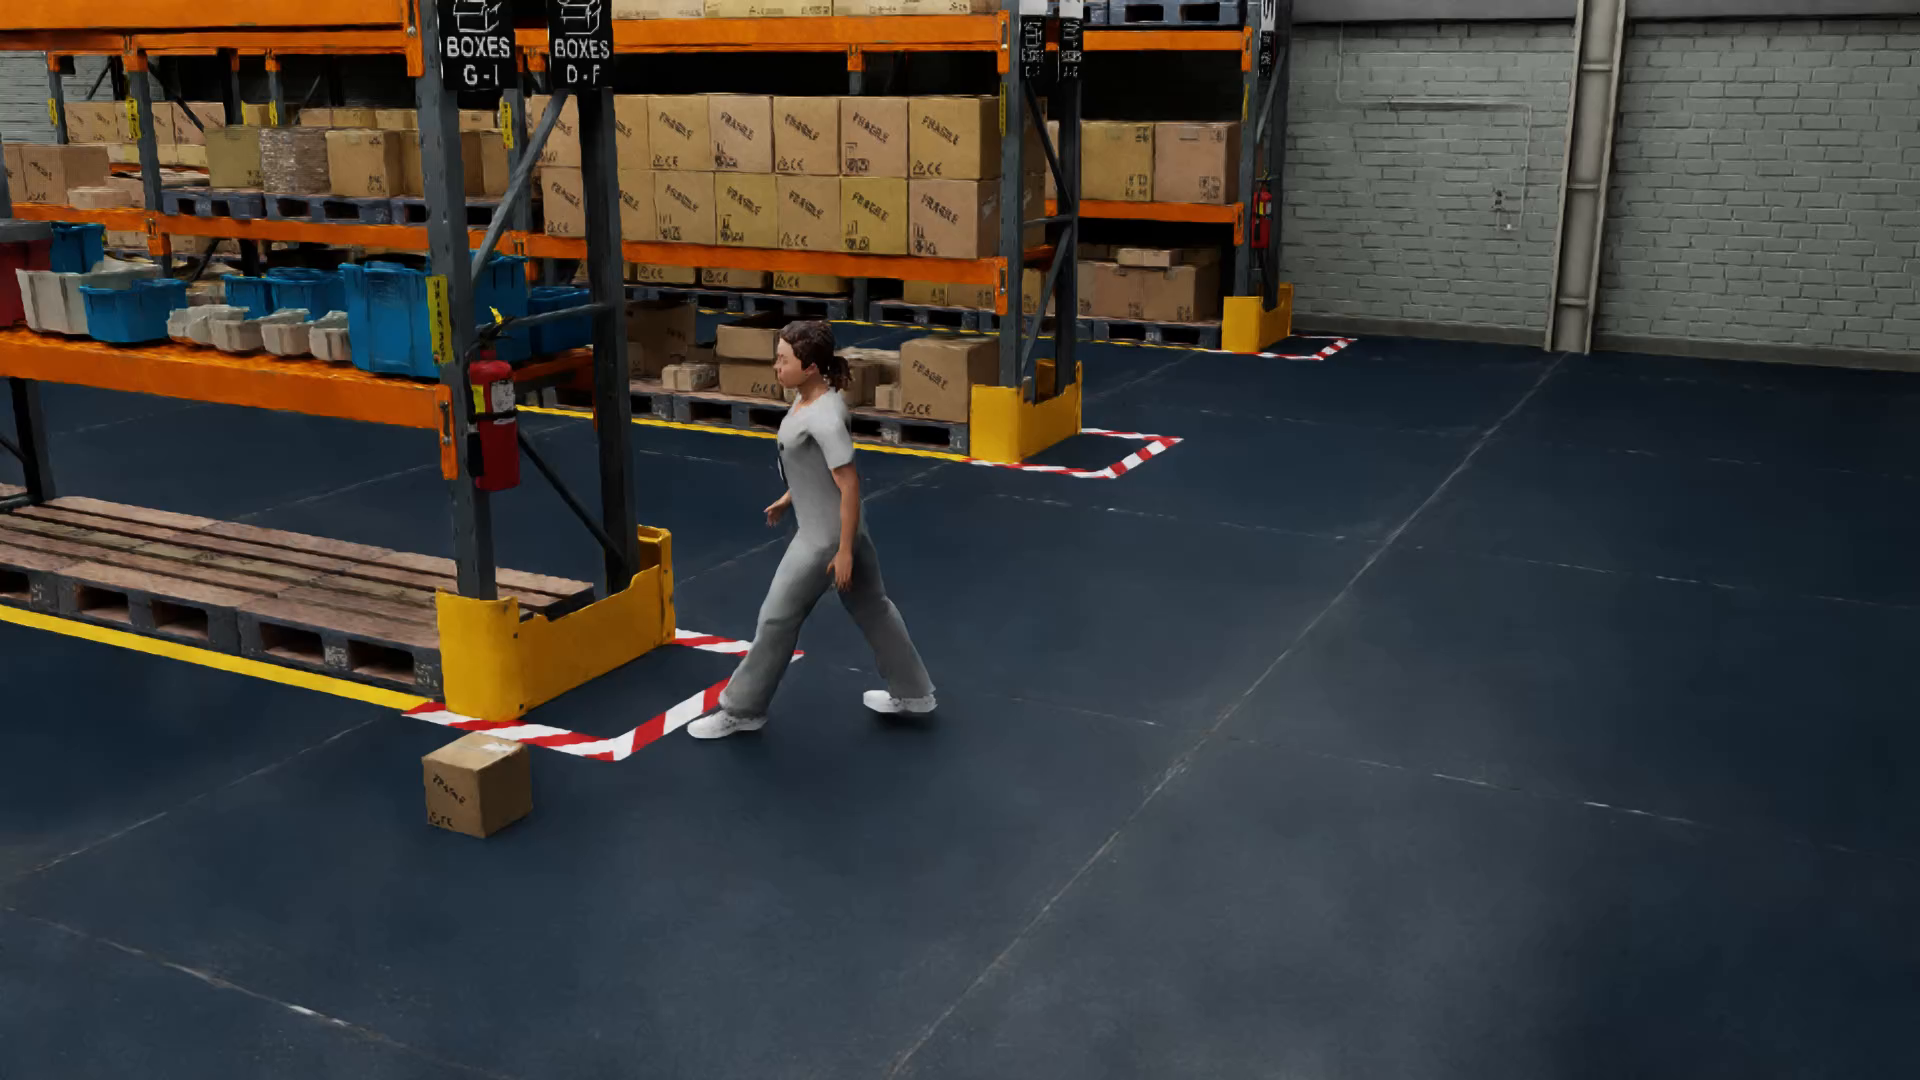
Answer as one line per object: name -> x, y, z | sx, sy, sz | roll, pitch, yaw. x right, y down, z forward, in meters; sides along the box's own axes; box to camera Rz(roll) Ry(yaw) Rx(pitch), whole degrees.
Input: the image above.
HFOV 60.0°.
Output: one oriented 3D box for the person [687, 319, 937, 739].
person -> -0.572, -0.032, 6.219 | 0.966, 1.620, 0.564 | 0, 16, -1
